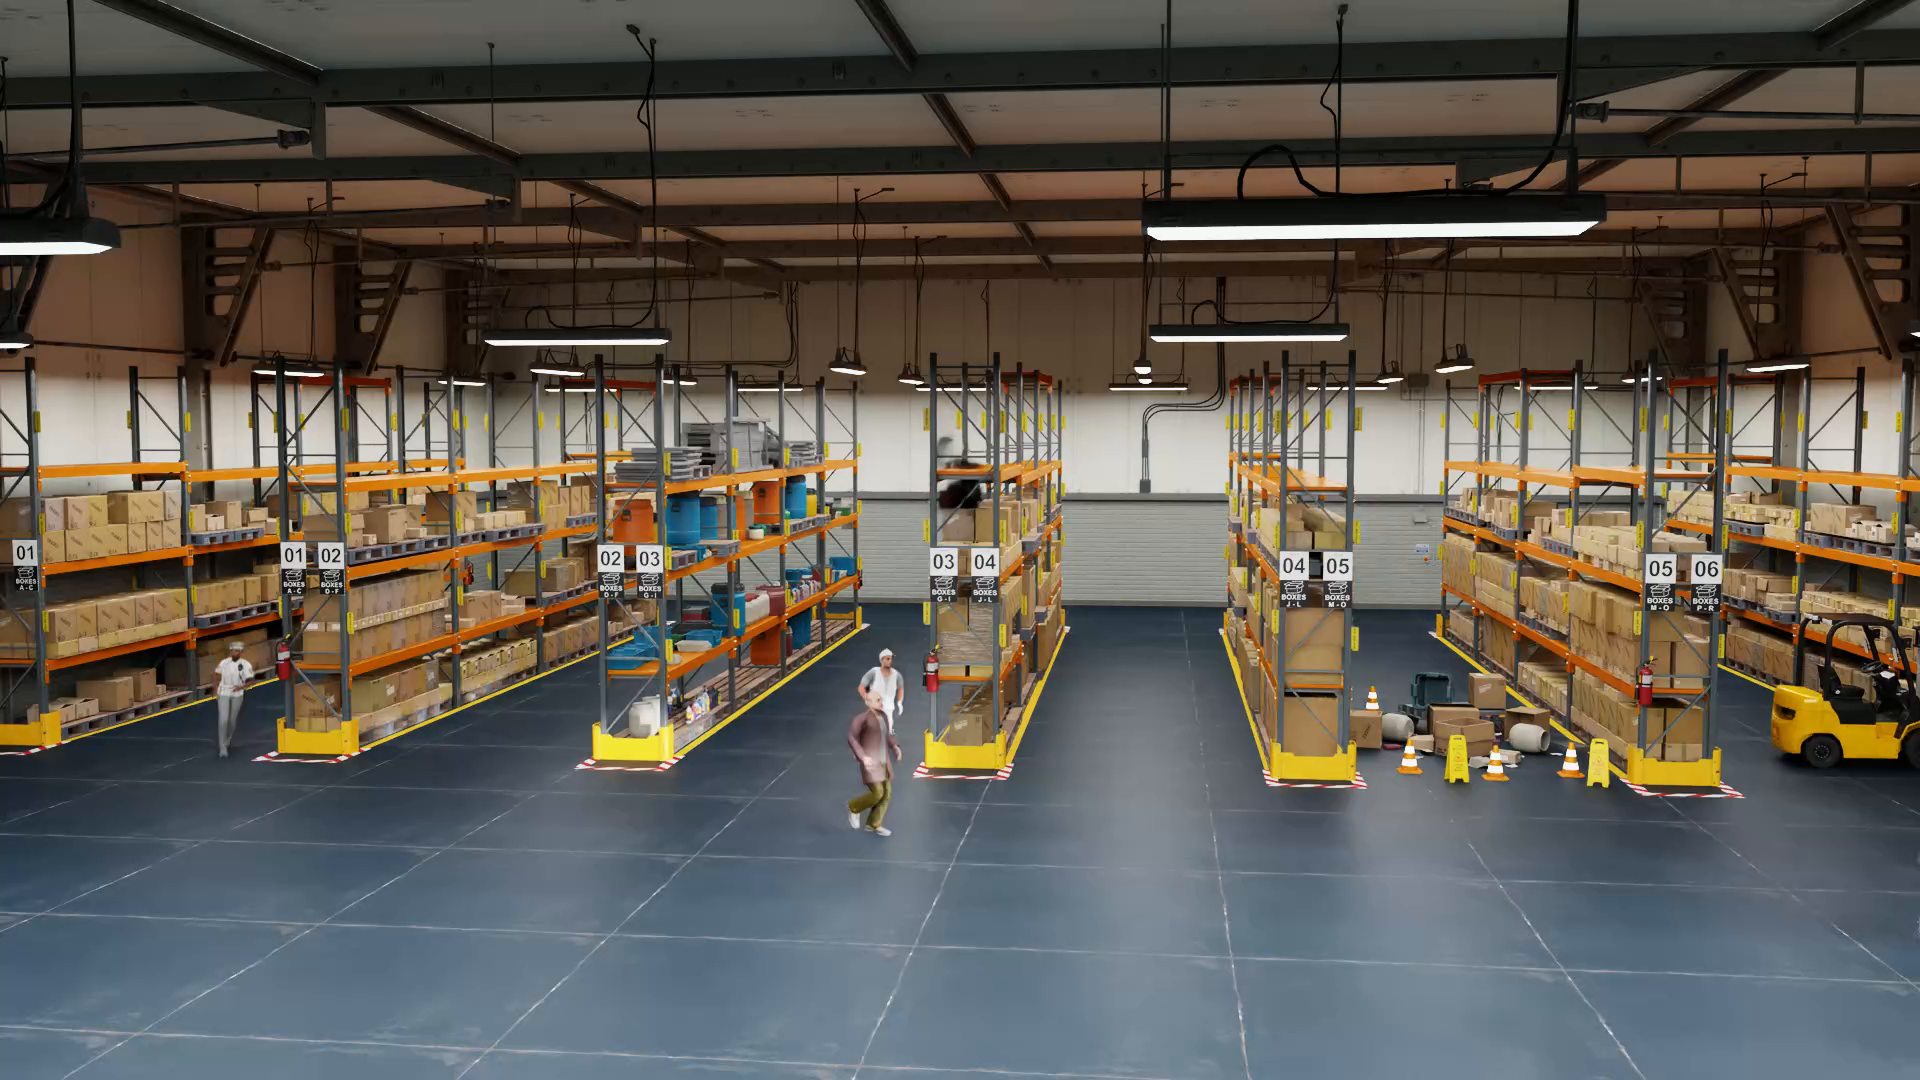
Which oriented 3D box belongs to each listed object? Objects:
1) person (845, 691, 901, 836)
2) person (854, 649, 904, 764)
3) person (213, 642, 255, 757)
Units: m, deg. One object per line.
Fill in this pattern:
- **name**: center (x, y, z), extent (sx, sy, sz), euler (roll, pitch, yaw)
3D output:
- **person**: center (-1.072, 2.704, 20.259), extent (0.635, 1.750, 0.731), euler (3, 5, 36)
- **person**: center (-1.122, 2.440, 23.962), extent (0.703, 1.731, 0.680), euler (-2, 4, -24)
- **person**: center (-11.040, 2.386, 25.287), extent (0.593, 1.700, 0.804), euler (-2, 4, -23)
